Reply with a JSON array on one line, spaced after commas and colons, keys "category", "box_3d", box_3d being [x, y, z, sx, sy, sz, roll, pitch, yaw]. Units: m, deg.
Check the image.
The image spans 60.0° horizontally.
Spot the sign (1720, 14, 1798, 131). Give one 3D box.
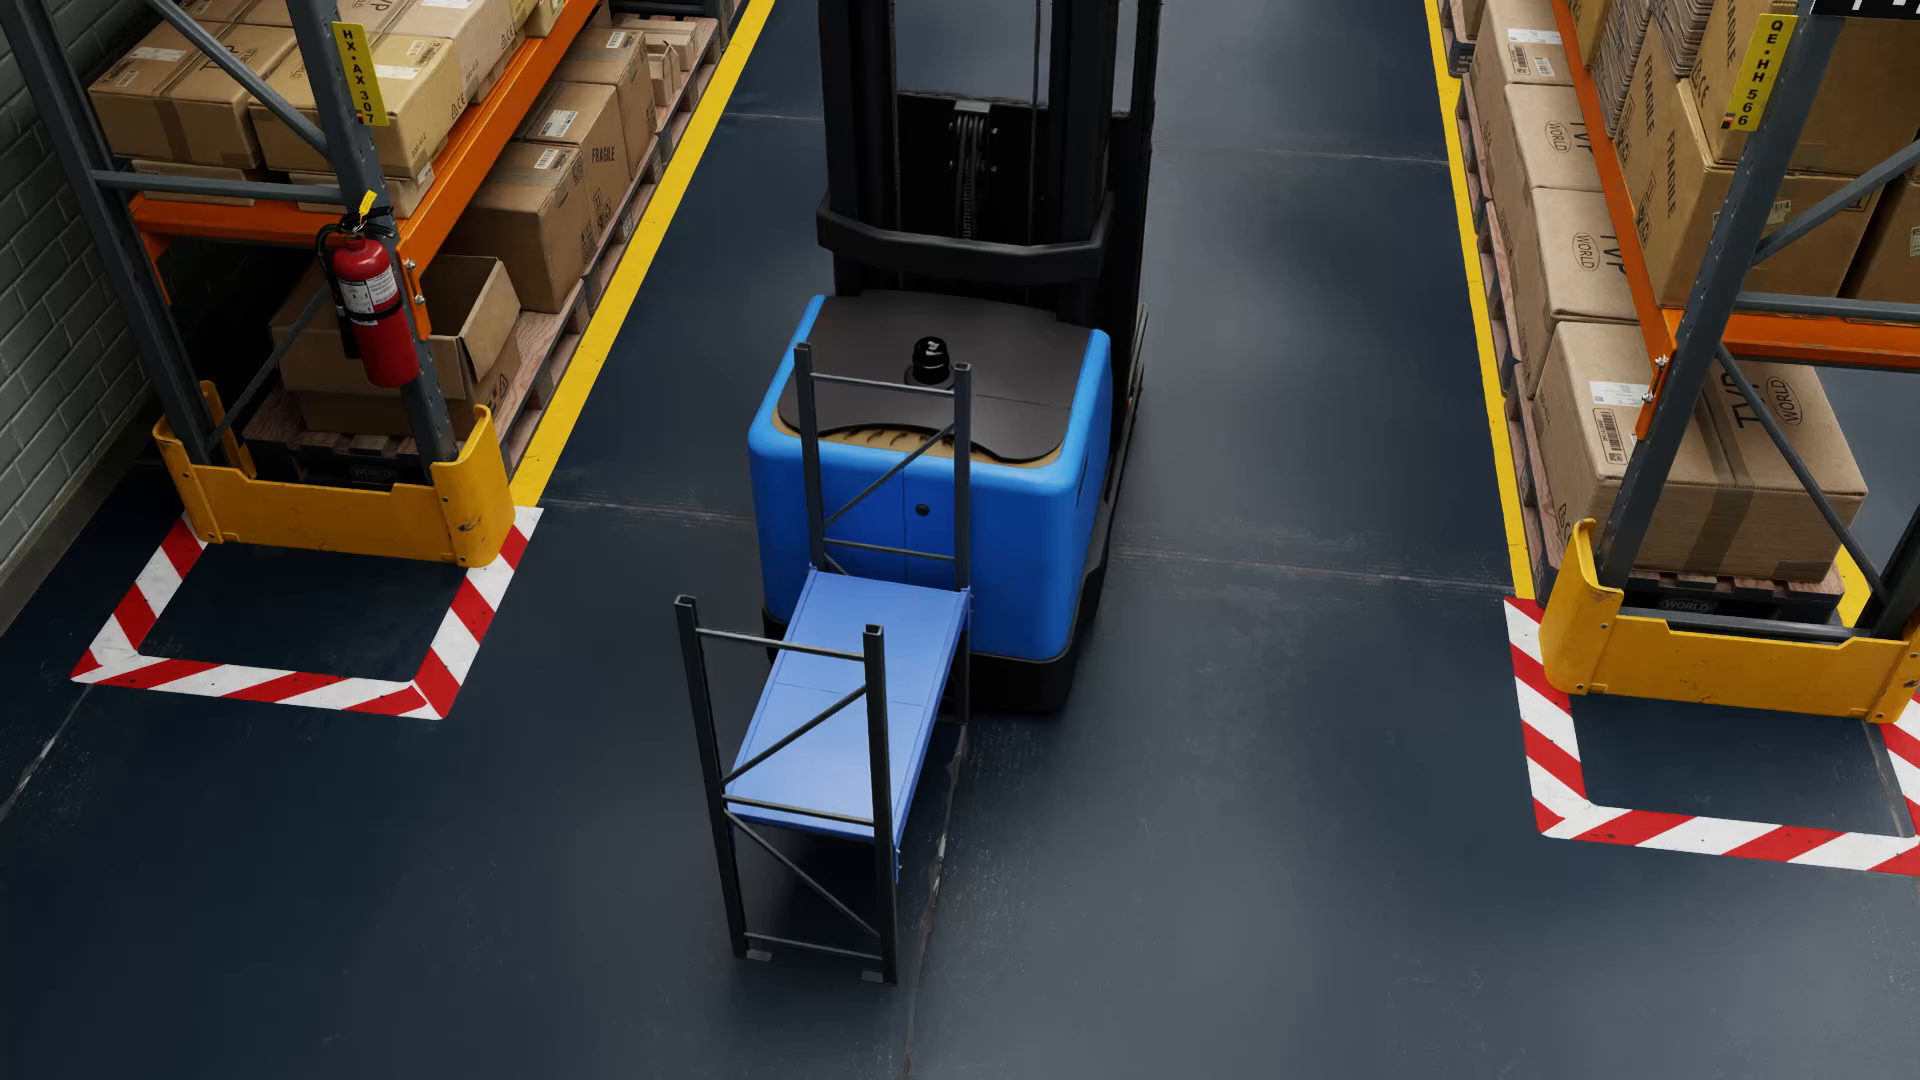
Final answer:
[{"category": "sign", "box_3d": [2.086, -1.216, 4.338, 0.100, 0.325, 0.005, 5, 44, 6]}]

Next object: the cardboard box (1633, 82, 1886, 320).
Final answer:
[{"category": "cardboard box", "box_3d": [2.423, -1.039, 5.093, 0.500, 0.500, 0.500, 5, 44, 6]}]

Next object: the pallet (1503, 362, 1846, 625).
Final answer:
[{"category": "pallet", "box_3d": [2.650, -0.190, 6.297, 1.003, 0.211, 1.213, 5, 44, 6]}]

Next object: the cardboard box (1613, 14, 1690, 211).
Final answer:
[{"category": "cardboard box", "box_3d": [2.504, -1.380, 5.453, 0.500, 0.500, 0.500, 4, 44, 5]}]

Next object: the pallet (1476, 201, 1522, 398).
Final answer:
[{"category": "pallet", "box_3d": [2.814, -1.019, 7.173, 1.003, 0.211, 1.213, 5, 44, 6]}]

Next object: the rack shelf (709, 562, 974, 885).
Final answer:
[{"category": "rack shelf", "box_3d": [-0.321, 0.507, 4.885, 0.538, 0.185, 1.000, 8, 44, 9]}]

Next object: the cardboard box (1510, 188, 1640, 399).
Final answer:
[{"category": "cardboard box", "box_3d": [2.723, -0.956, 6.636, 0.875, 0.438, 0.875, 6, 44, 7]}]

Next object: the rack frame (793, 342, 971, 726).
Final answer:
[{"category": "rack frame", "box_3d": [-0.217, 0.035, 5.123, 0.500, 1.500, 0.032, 8, 44, 9]}]

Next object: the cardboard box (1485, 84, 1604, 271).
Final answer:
[{"category": "cardboard box", "box_3d": [2.843, -1.570, 7.285, 0.875, 0.438, 0.875, 4, 44, 4]}]

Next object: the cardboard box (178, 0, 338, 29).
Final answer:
[{"category": "cardboard box", "box_3d": [-2.432, -1.842, 5.906, 0.500, 0.250, 0.500, 5, 44, 6]}]

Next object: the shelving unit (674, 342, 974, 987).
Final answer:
[{"category": "shelving unit", "box_3d": [-0.321, 0.377, 4.761, 0.538, 1.500, 1.048, 8, 44, 9]}]

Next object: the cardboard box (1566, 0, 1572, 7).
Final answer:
[{"category": "cardboard box", "box_3d": [2.686, -2.436, 6.568, 0.500, 0.500, 0.500, 5, 44, 6]}]

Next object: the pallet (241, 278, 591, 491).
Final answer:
[{"category": "pallet", "box_3d": [-2.184, -0.682, 6.817, 1.003, 0.211, 1.213, 5, 44, 6]}]

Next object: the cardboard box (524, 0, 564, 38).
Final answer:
[{"category": "cardboard box", "box_3d": [-1.764, -2.080, 6.448, 0.380, 0.149, 0.250, 4, 44, 4]}]

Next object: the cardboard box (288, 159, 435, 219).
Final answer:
[{"category": "cardboard box", "box_3d": [-1.983, -1.207, 5.526, 0.380, 0.149, 0.250, 5, 44, 5]}]

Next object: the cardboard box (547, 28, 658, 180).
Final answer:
[{"category": "cardboard box", "box_3d": [-1.835, -2.039, 7.734, 0.700, 0.500, 0.500, 4, 44, 4]}]

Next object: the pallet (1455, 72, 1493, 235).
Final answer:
[{"category": "pallet", "box_3d": [2.973, -1.853, 8.053, 1.003, 0.211, 1.213, 5, 44, 6]}]

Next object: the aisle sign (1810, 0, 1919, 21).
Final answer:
[{"category": "aisle sign", "box_3d": [2.305, -1.573, 3.839, 0.394, 0.787, 0.004, 5, 44, 6]}]

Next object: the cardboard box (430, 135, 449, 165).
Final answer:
[{"category": "cardboard box", "box_3d": [-1.996, -1.384, 5.713, 0.380, 0.149, 0.250, 6, 44, 7]}]

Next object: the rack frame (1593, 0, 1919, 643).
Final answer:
[{"category": "rack frame", "box_3d": [2.622, -0.650, 4.755, 1.000, 3.000, 0.127, 5, 44, 6]}]

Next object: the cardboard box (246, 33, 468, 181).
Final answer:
[{"category": "cardboard box", "box_3d": [-1.972, -1.437, 5.479, 0.500, 0.250, 0.500, 5, 44, 6]}]

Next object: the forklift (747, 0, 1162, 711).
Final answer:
[{"category": "forklift", "box_3d": [0.139, -1.519, 5.723, 1.130, 2.935, 3.031, 8, 44, 9]}]

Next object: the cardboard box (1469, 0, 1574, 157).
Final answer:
[{"category": "cardboard box", "box_3d": [2.961, -2.180, 7.929, 0.875, 0.438, 0.875, 5, 44, 5]}]

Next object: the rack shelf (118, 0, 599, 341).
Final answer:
[{"category": "rack shelf", "box_3d": [-2.034, -2.201, 6.916, 1.077, 0.370, 4.000, 5, 44, 6]}]

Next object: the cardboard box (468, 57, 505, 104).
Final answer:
[{"category": "cardboard box", "box_3d": [-1.901, -1.733, 6.082, 0.380, 0.149, 0.250, 7, 44, 7]}]

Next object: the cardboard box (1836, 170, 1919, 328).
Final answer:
[{"category": "cardboard box", "box_3d": [2.970, -0.988, 5.039, 0.500, 0.500, 0.500, 5, 44, 5]}]

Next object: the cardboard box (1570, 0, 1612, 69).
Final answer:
[{"category": "cardboard box", "box_3d": [2.618, -2.085, 6.197, 0.500, 0.500, 0.500, 6, 44, 7]}]

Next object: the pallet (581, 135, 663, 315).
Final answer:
[{"category": "pallet", "box_3d": [-2.021, -1.511, 7.692, 1.003, 0.211, 1.213, 5, 44, 6]}]

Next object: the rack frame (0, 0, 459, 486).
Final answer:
[{"category": "rack frame", "box_3d": [-2.299, -1.099, 5.229, 1.000, 3.000, 0.127, 5, 44, 6]}]

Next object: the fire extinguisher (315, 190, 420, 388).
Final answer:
[{"category": "fire extinguisher", "box_3d": [-1.860, -0.793, 5.234, 0.296, 0.674, 0.183, 5, 44, 6]}]

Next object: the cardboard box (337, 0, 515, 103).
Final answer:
[{"category": "cardboard box", "box_3d": [-1.905, -1.781, 5.842, 0.500, 0.250, 0.500, 6, 44, 6]}]

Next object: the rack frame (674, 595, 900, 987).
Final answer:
[{"category": "rack frame", "box_3d": [-0.425, 0.719, 4.400, 0.500, 1.500, 0.032, 8, 44, 9]}]

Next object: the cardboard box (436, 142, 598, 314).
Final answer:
[{"category": "cardboard box", "box_3d": [-1.972, -1.331, 6.987, 0.700, 0.500, 0.500, 7, 44, 7]}]

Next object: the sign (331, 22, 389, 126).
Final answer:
[{"category": "sign", "box_3d": [-1.761, -1.364, 4.879, 0.100, 0.325, 0.005, 5, 44, 6]}]

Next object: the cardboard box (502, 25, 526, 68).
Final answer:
[{"category": "cardboard box", "box_3d": [-1.872, -1.915, 6.273, 0.380, 0.149, 0.250, 6, 44, 6]}]

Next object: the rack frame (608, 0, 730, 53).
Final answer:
[{"category": "rack frame", "box_3d": [-1.770, -3.825, 8.108, 1.000, 3.000, 0.127, 5, 44, 6]}]

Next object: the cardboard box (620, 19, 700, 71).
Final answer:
[{"category": "cardboard box", "box_3d": [-1.553, -2.536, 8.515, 0.380, 0.149, 0.250, 4, 44, 4]}]

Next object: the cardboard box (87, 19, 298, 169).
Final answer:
[{"category": "cardboard box", "box_3d": [-2.501, -1.490, 5.535, 0.500, 0.250, 0.500, 6, 44, 7]}]

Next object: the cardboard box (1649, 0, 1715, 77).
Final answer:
[{"category": "cardboard box", "box_3d": [2.490, -1.759, 5.126, 0.500, 0.500, 0.500, 5, 44, 6]}]

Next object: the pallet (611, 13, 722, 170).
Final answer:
[{"category": "pallet", "box_3d": [-1.862, -2.344, 8.573, 1.003, 0.211, 1.213, 5, 44, 6]}]

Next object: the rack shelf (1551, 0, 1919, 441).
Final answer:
[{"category": "rack shelf", "box_3d": [2.886, -1.752, 6.442, 1.077, 0.370, 4.000, 5, 44, 6]}]

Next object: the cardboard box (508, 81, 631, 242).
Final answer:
[{"category": "cardboard box", "box_3d": [-1.803, -1.682, 7.358, 0.500, 0.500, 0.500, 6, 44, 6]}]

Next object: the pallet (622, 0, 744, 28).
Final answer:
[{"category": "pallet", "box_3d": [-1.700, -3.370, 9.656, 1.003, 0.211, 1.213, 5, 44, 6]}]

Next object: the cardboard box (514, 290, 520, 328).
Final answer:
[{"category": "cardboard box", "box_3d": [-2.029, -0.911, 6.798, 0.380, 0.149, 0.250, 4, 44, 4]}]

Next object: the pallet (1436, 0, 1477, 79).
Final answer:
[{"category": "pallet", "box_3d": [3.178, -2.897, 9.156, 1.003, 0.211, 1.213, 5, 44, 6]}]

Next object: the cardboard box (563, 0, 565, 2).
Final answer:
[{"category": "cardboard box", "box_3d": [-1.749, -2.262, 6.640, 0.380, 0.149, 0.250, 6, 44, 6]}]

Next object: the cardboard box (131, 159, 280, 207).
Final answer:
[{"category": "cardboard box", "box_3d": [-2.521, -1.258, 5.580, 0.380, 0.149, 0.250, 5, 44, 5]}]

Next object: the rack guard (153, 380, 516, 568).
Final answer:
[{"category": "rack guard", "box_3d": [-2.289, -0.243, 6.143, 1.175, 0.500, 0.348, 5, 44, 6]}]

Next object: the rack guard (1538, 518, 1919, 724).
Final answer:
[{"category": "rack guard", "box_3d": [2.619, 0.274, 5.597, 1.175, 0.500, 0.348, 5, 44, 6]}]

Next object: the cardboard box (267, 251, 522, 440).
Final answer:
[{"category": "cardboard box", "box_3d": [-2.124, -0.753, 6.374, 0.797, 0.503, 0.637, 4, 44, 4]}]

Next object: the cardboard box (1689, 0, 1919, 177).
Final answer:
[{"category": "cardboard box", "box_3d": [2.450, -1.400, 4.747, 0.500, 0.500, 0.500, 7, 44, 7]}]

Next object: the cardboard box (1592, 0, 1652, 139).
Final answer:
[{"category": "cardboard box", "box_3d": [2.563, -1.732, 5.824, 0.500, 0.500, 0.500, 6, 44, 7]}]

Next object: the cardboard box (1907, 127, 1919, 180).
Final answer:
[{"category": "cardboard box", "box_3d": [2.968, -1.351, 4.695, 0.500, 0.500, 0.500, 4, 44, 5]}]

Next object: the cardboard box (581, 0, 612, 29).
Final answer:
[{"category": "cardboard box", "box_3d": [-2.092, -2.572, 8.435, 0.500, 0.311, 0.500, 7, 44, 7]}]

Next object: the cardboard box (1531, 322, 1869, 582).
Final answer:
[{"category": "cardboard box", "box_3d": [2.610, -0.331, 5.976, 0.875, 0.438, 0.875, 4, 44, 4]}]

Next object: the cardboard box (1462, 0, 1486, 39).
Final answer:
[{"category": "cardboard box", "box_3d": [3.153, -3.187, 8.674, 0.875, 0.875, 0.875, 6, 44, 7]}]

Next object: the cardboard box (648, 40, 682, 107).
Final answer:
[{"category": "cardboard box", "box_3d": [-1.600, -2.335, 8.218, 0.396, 0.266, 0.258, 7, 44, 7]}]

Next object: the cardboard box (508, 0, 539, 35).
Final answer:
[{"category": "cardboard box", "box_3d": [-1.842, -2.127, 6.207, 0.500, 0.250, 0.500, 4, 44, 5]}]
